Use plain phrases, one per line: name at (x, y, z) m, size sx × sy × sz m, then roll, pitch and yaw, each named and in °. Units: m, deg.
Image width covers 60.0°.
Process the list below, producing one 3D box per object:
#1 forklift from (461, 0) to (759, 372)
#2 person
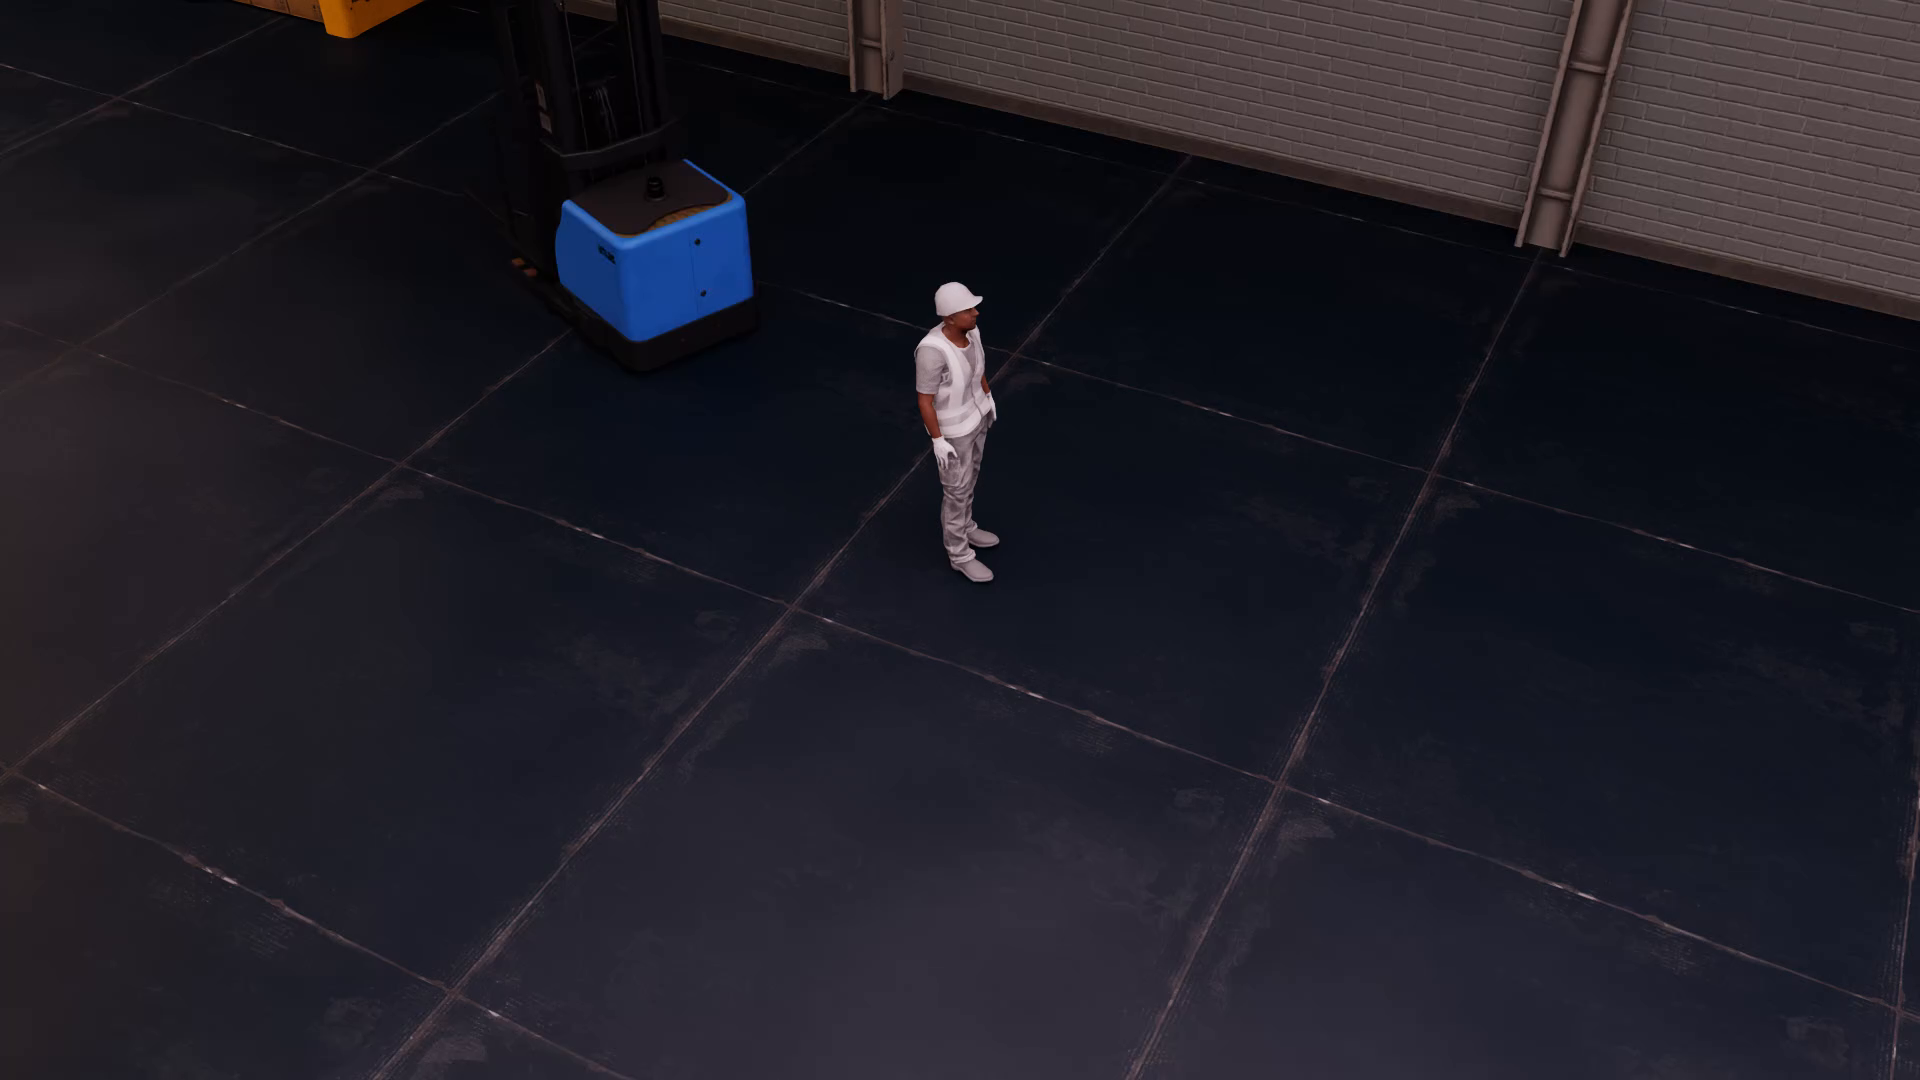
forklift at (-2.776, -3.174, 11.755) m, size 1.130 × 2.935 × 3.031 m, roll -28°, pitch 47°, yaw -29°
person at (0.059, -0.661, 9.651) m, size 0.577 × 1.782 × 0.656 m, roll 18°, pitch 43°, yaw 21°
